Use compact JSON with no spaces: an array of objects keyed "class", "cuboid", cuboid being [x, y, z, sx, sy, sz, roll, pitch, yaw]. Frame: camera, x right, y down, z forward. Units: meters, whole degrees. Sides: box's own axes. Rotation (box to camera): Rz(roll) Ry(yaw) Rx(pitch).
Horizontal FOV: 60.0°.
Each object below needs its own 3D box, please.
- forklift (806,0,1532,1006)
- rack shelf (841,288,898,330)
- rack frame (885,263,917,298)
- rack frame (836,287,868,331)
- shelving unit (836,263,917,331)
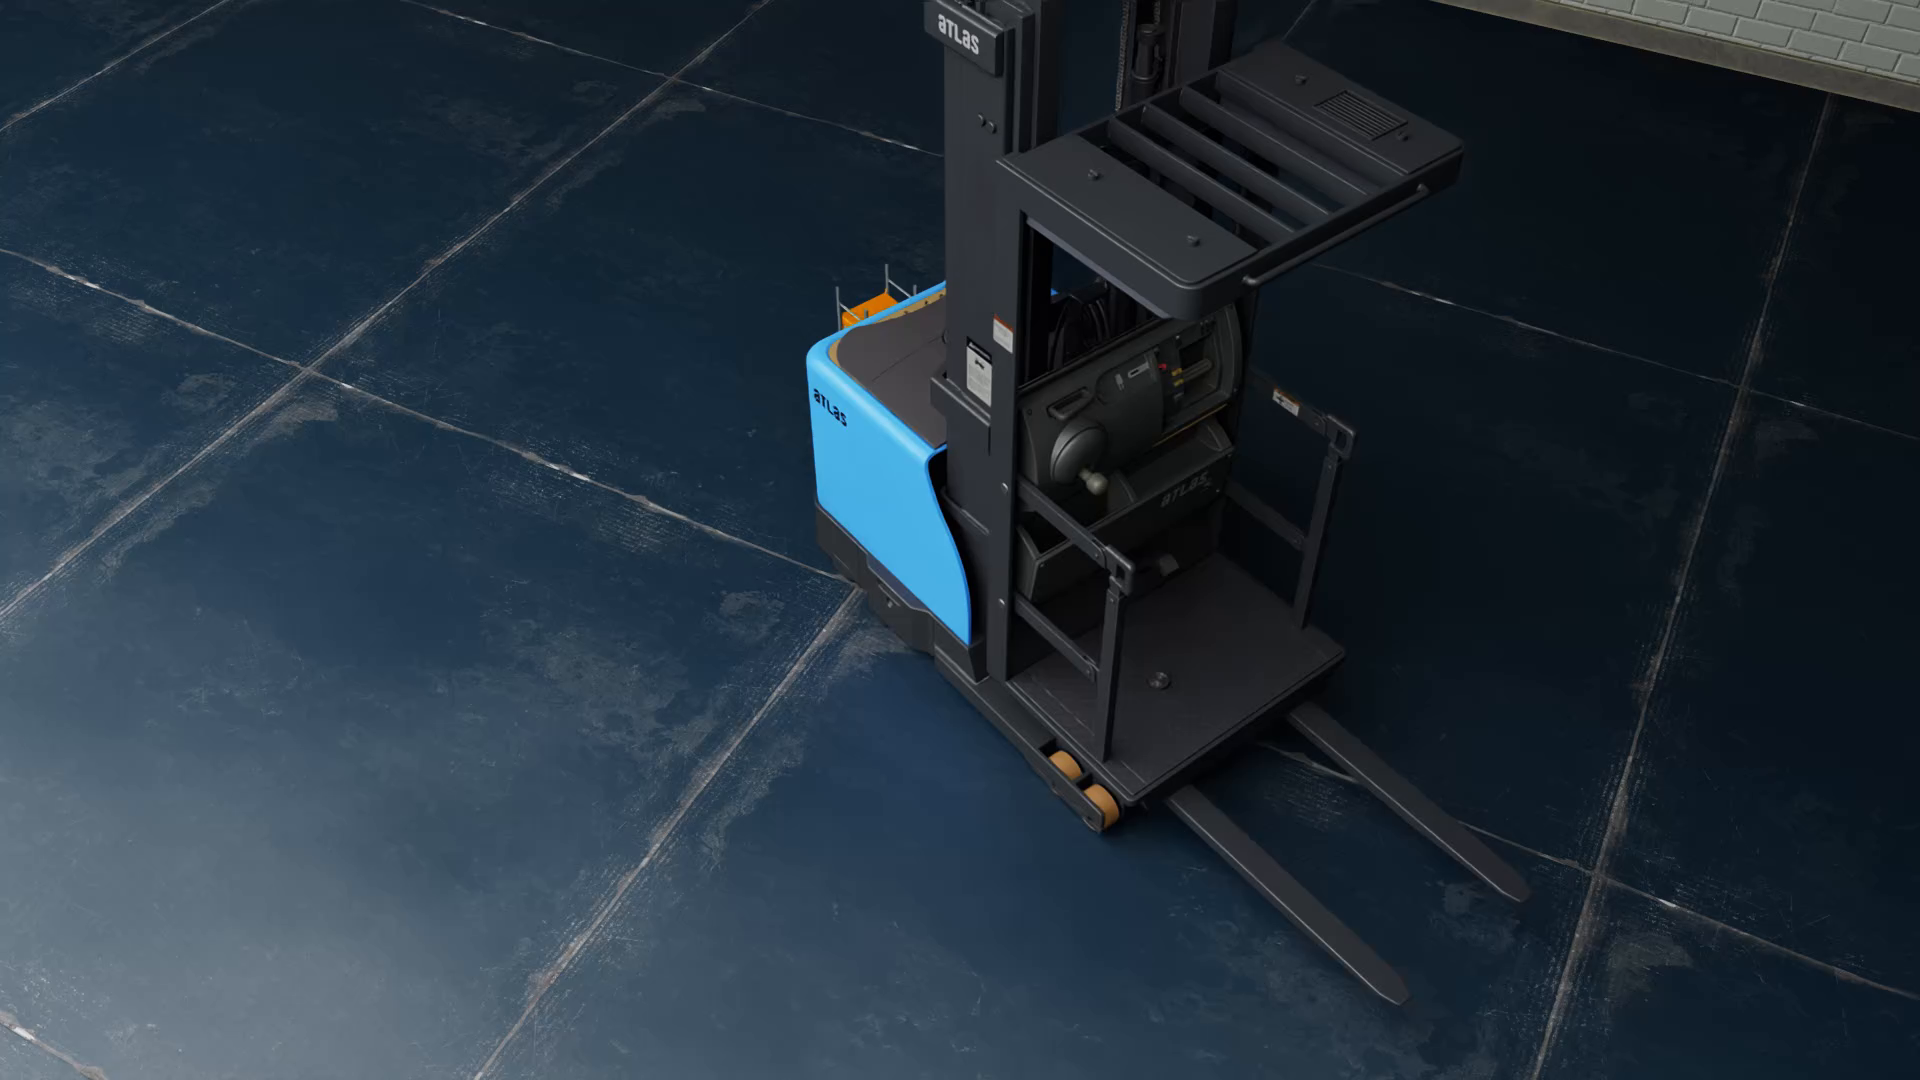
[{"class":"forklift","cuboid":[0.712,-0.391,5.355,1.130,2.935,3.031,-29,52,-26]},{"class":"rack shelf","cuboid":[-0.328,-0.819,6.717,0.240,0.259,0.215,-30,53,-26]},{"class":"rack frame","cuboid":[-0.234,-0.682,6.965,0.008,1.050,0.200,-30,53,-26]},{"class":"rack frame","cuboid":[-0.423,-0.572,6.857,0.008,1.050,0.200,-30,53,-26]},{"class":"shelving unit","cuboid":[-0.328,-0.627,6.911,0.252,1.050,0.215,-30,53,-26]}]
